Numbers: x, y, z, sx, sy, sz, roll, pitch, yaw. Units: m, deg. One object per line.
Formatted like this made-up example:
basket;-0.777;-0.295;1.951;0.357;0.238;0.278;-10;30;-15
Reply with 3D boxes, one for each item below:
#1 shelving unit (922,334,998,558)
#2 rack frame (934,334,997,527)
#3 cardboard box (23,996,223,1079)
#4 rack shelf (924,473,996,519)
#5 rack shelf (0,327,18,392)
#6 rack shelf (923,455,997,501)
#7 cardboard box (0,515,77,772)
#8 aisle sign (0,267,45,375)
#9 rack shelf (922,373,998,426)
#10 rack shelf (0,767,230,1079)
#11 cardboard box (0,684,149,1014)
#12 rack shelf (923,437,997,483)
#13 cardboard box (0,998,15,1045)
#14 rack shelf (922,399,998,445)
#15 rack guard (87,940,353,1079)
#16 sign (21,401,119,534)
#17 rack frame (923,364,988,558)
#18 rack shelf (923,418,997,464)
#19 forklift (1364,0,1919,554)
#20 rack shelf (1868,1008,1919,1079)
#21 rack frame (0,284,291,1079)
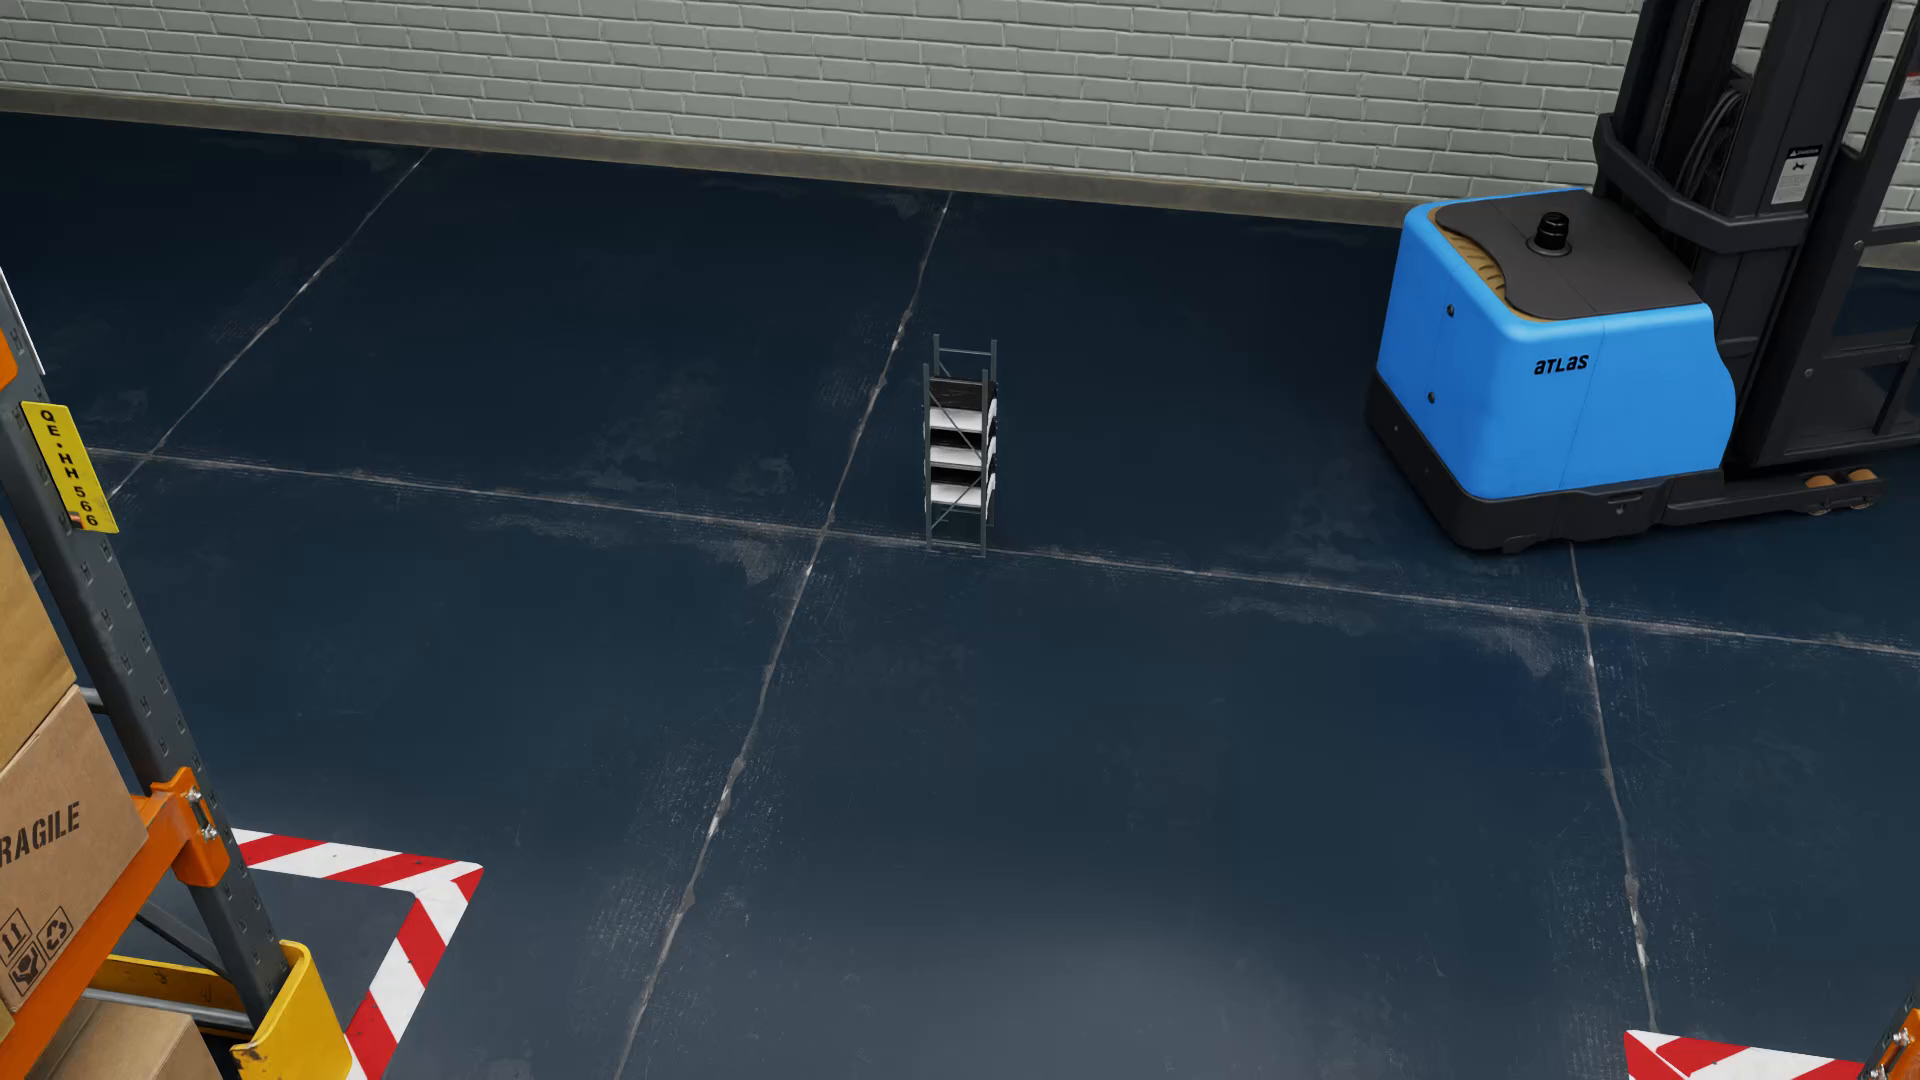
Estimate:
shelving unit;0.001;-0.352;6.469;0.258;0.900;0.210;6;40;8
rack frame;0.019;-0.416;6.547;0.240;0.900;0.006;6;40;8
cardboard box;-2.220;1.511;4.184;0.500;0.500;0.500;6;40;8
rack shelf;0.001;-0.187;6.605;0.258;0.077;0.200;6;40;8
rack shelf;-2.714;0.725;1.729;1.077;0.370;4.000;6;40;8
rack shelf;0.001;-0.257;6.548;0.258;0.077;0.200;6;40;8
cardboard box;-2.175;0.235;3.249;0.500;0.500;0.500;6;40;7
aisle sign;-2.055;-0.662;3.156;0.394;0.787;0.004;6;40;8
rack shelf;0.001;-0.534;6.319;0.258;0.077;0.200;6;40;8
rack shelf;-2.714;1.881;2.685;1.077;0.370;4.000;6;40;8
cardboard box;-2.178;0.622;3.566;0.500;0.500;0.500;8;40;9
rack shelf;0.001;-0.326;6.491;0.258;0.077;0.200;6;40;8
cardboard box;-2.264;0.948;3.171;0.500;0.500;0.500;7;40;8
rack shelf;0.001;-0.465;6.376;0.258;0.077;0.200;6;40;8
rack guard;-2.382;1.360;4.713;1.175;0.500;0.348;6;40;8
sign;-1.825;-0.145;3.415;0.100;0.325;0.005;6;40;8
rack frame;-0.016;-0.288;6.392;0.240;0.900;0.006;6;40;8
rack shelf;0.001;-0.396;6.433;0.258;0.077;0.200;6;40;8
forklift;3.348;-1.554;6.329;3.031;2.935;1.130;-8;40;-9
rack shelf;2.164;2.430;2.021;1.077;0.370;4.000;6;40;8
rack frame;-2.368;0.349;3.974;1.000;3.000;0.127;6;40;8
